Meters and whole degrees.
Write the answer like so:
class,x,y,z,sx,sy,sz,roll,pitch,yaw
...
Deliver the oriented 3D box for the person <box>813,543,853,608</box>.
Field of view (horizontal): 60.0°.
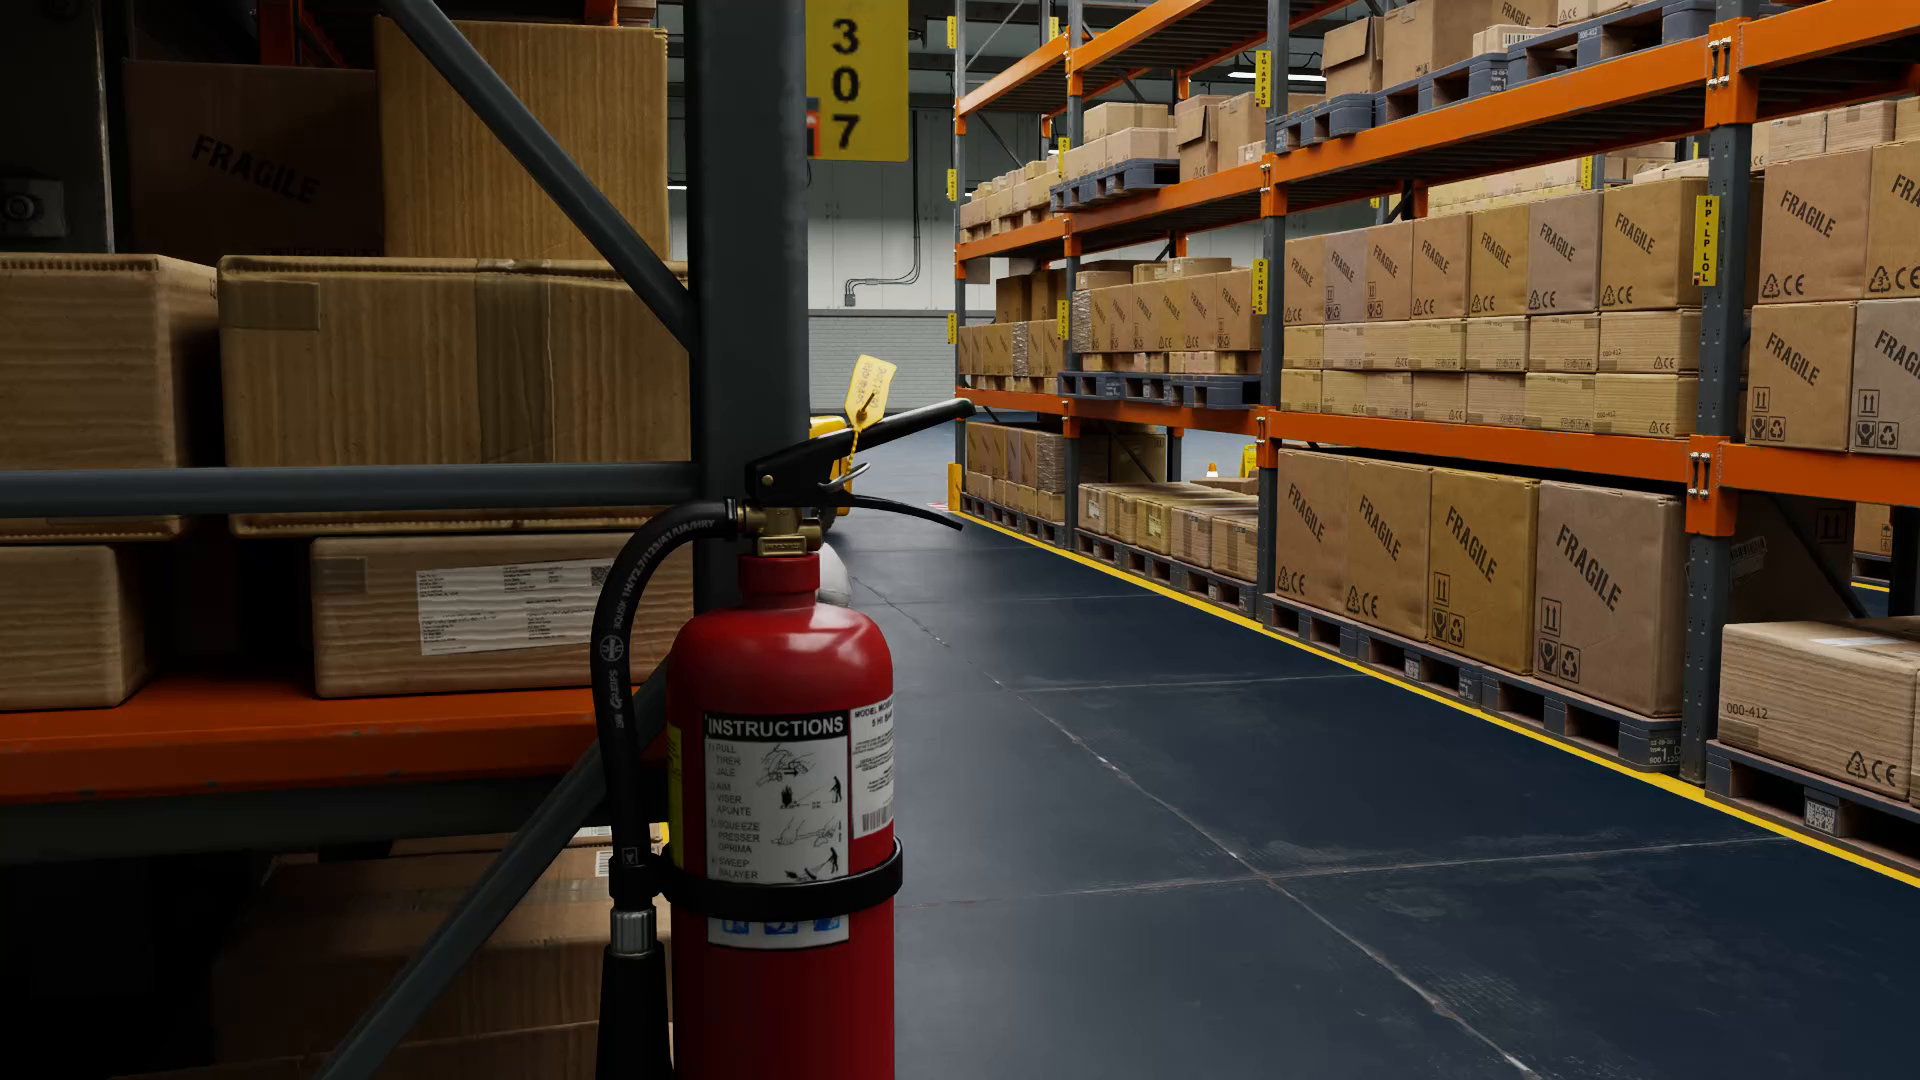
class,x,y,z,sx,sy,sz,roll,pitch,yaw
person,-0.797,0.350,8.294,0.459,0.762,0.867,-2,6,-16
